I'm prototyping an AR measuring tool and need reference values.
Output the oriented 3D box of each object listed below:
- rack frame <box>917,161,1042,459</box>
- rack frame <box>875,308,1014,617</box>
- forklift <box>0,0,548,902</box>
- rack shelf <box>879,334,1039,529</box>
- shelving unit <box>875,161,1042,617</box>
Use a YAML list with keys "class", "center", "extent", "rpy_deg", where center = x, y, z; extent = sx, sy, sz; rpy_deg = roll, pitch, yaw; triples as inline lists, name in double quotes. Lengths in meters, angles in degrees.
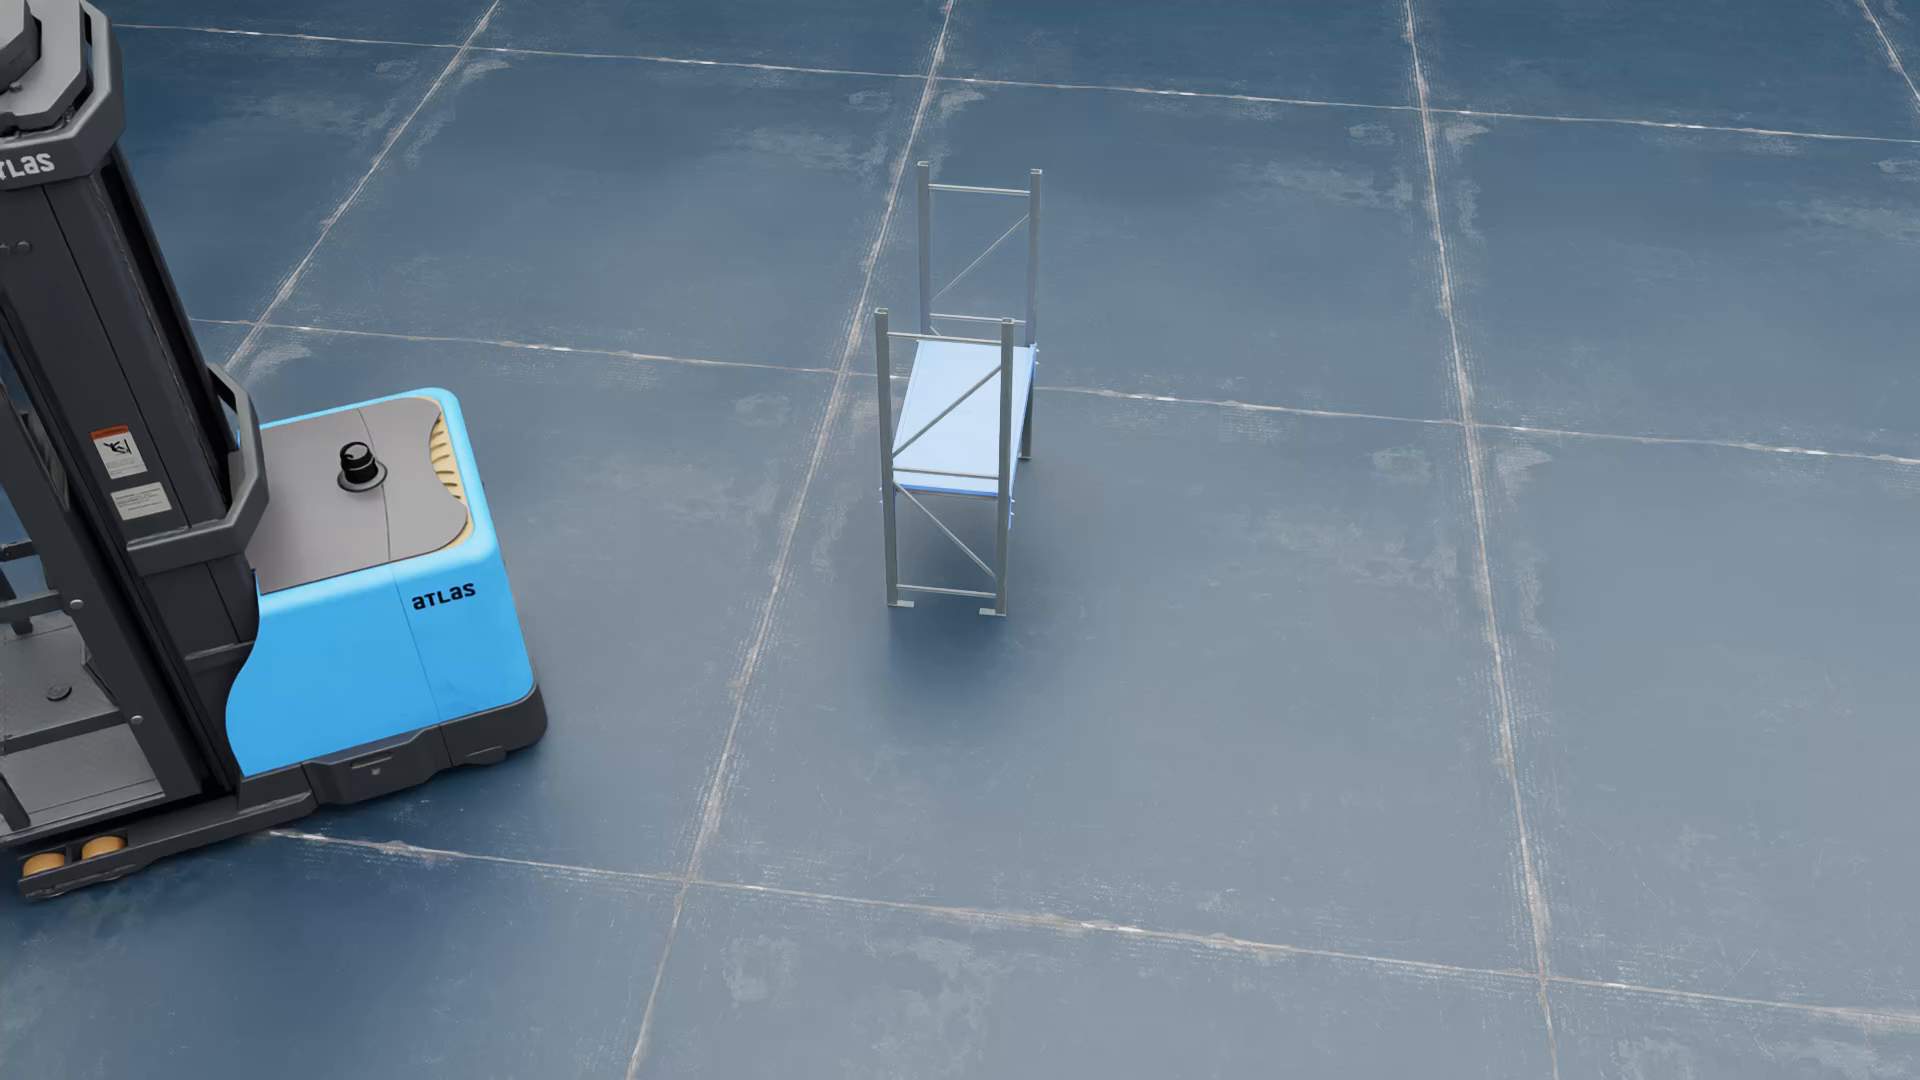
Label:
- class: "rack frame"
  center: [0.078, -0.949, 7.184]
  extent: [0.500, 1.500, 0.032]
  rpy_deg: [5, 44, 6]
- class: "rack frame"
  center: [-0.056, -0.256, 6.452]
  extent: [0.500, 1.500, 0.032]
  rpy_deg: [5, 44, 6]
- class: "forklift"
  center: [-3.159, -0.205, 5.357]
  extent: [3.031, 2.935, 1.130]
  rpy_deg: [-15, 46, -15]
- class: "rack shelf"
  center: [0.011, -0.472, 6.942]
  extent: [0.538, 0.185, 1.000]
  rpy_deg: [5, 44, 6]
- class: "shelving unit"
  center: [0.011, -0.603, 6.818]
  extent: [0.538, 1.500, 1.048]
  rpy_deg: [5, 44, 6]
